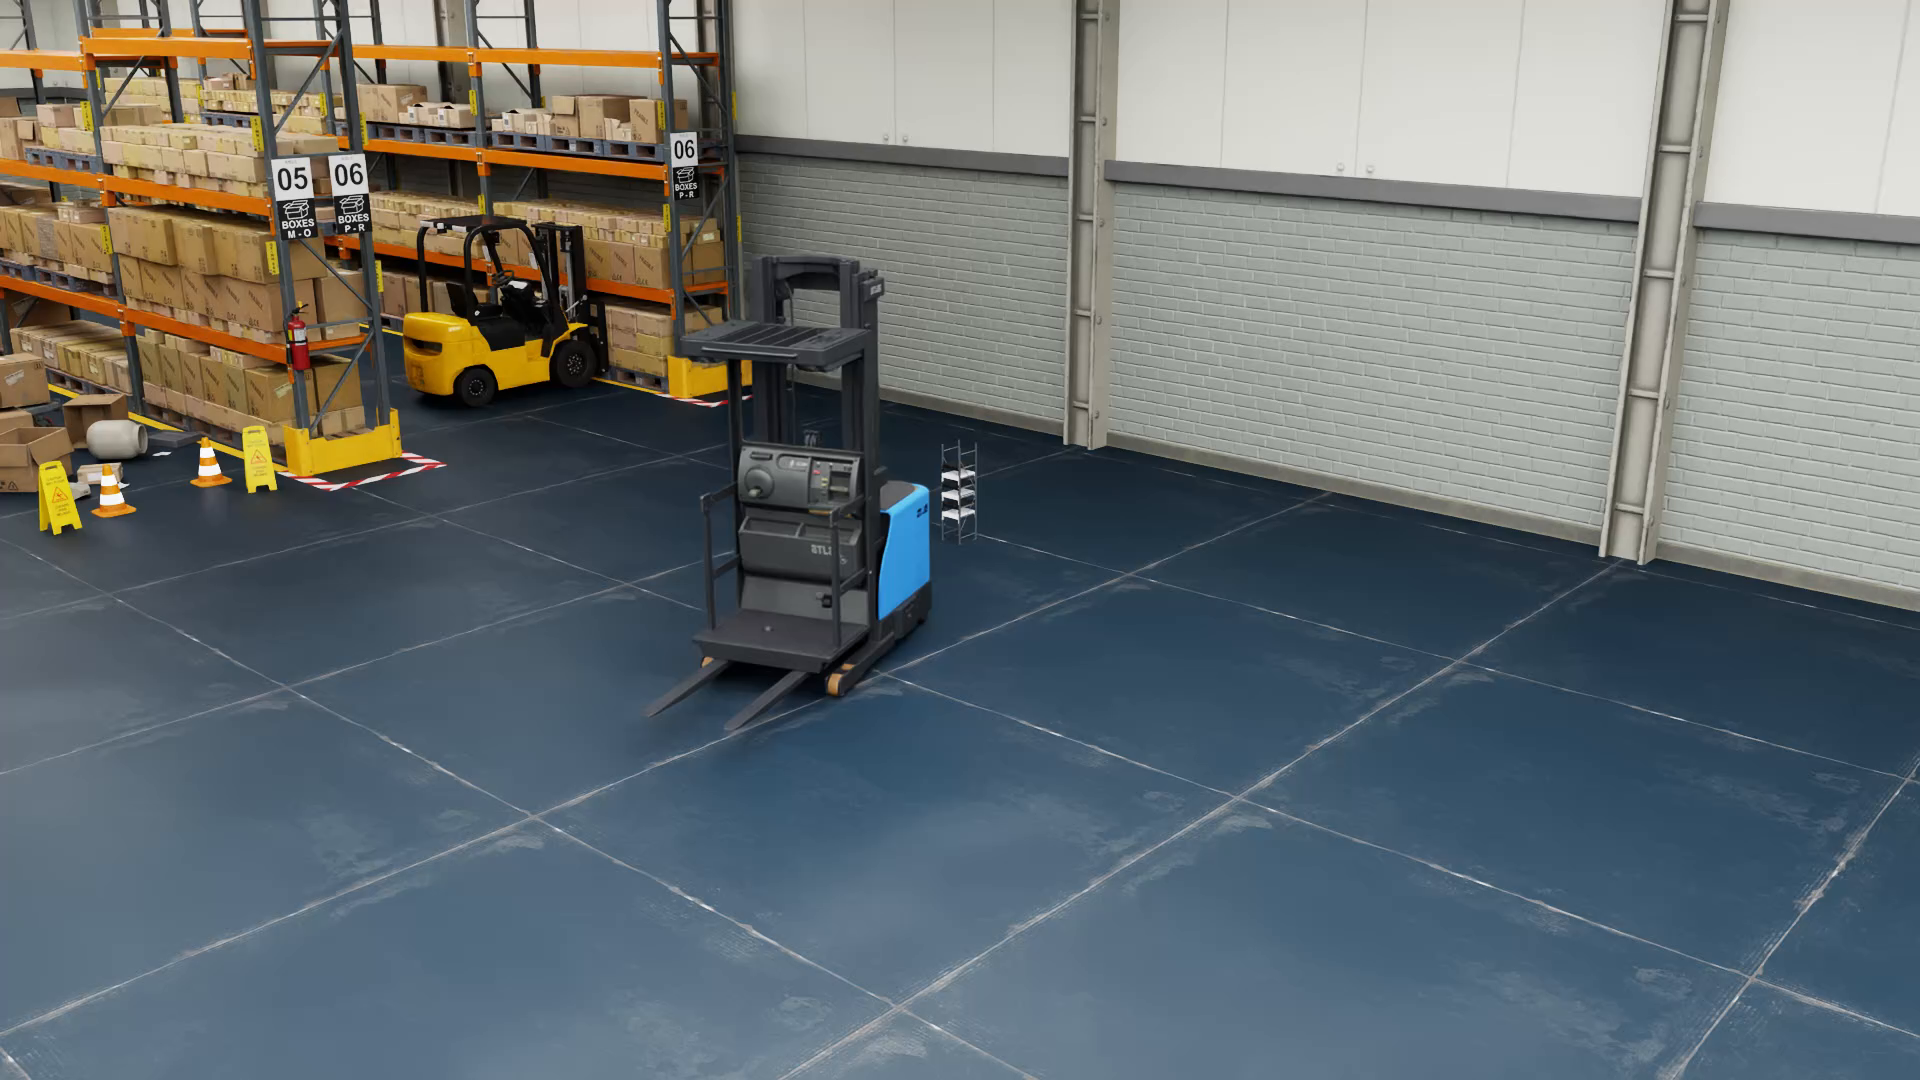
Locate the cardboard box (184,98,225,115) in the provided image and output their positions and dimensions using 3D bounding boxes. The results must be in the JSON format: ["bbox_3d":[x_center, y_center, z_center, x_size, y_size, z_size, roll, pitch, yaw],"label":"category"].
[{"bbox_3d":[-12.675,-7.301,27.955,0.500,0.250,0.500,15,23,39],"label":"cardboard box"}]

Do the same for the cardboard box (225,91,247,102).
[{"bbox_3d":[-11.597,-7.157,26.811,0.250,0.149,0.380,15,23,38],"label":"cardboard box"}]

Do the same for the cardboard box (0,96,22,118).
[{"bbox_3d":[-12.830,-5.554,21.831,0.637,0.503,0.797,13,22,36],"label":"cardboard box"}]

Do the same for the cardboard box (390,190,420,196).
[{"bbox_3d":[-8.508,-5.267,25.513,0.250,0.149,0.380,16,23,41],"label":"cardboard box"}]

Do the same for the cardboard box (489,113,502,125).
[{"bbox_3d":[-6.669,-5.927,23.426,0.250,0.149,0.380,15,23,39],"label":"cardboard box"}]

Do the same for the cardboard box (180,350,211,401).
[{"bbox_3d":[-8.399,-1.889,18.716,0.500,0.500,0.500,17,24,42],"label":"cardboard box"}]

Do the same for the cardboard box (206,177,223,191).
[{"bbox_3d":[-7.664,-3.755,17.440,0.250,0.149,0.380,15,23,39],"label":"cardboard box"}]

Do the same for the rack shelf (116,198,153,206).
[{"bbox_3d":[-13.644,-5.819,29.679,4.000,0.370,1.077,15,23,39],"label":"rack shelf"}]

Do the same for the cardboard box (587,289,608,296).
[{"bbox_3d":[-4.909,-3.262,22.631,0.500,0.250,0.500,15,23,40],"label":"cardboard box"}]

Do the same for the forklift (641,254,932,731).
[{"bbox_3d":[-1.223,-0.438,11.647,1.130,2.935,3.031,7,19,20],"label":"forklift"}]

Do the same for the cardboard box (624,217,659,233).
[{"bbox_3d":[-3.999,-3.963,20.911,0.250,0.149,0.380,16,23,40],"label":"cardboard box"}]

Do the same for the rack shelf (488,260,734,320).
[{"bbox_3d":[-4.668,-3.410,22.087,4.000,0.370,1.077,15,23,39],"label":"rack shelf"}]

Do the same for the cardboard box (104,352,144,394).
[{"bbox_3d":[-9.850,-2.083,20.366,0.625,0.372,0.950,15,23,40],"label":"cardboard box"}]

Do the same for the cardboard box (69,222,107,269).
[{"bbox_3d":[-10.326,-3.560,20.020,0.500,0.500,0.500,15,23,40],"label":"cardboard box"}]

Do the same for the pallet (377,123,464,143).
[{"bbox_3d":[-7.751,-5.957,24.278,1.213,0.211,1.003,16,24,42],"label":"pallet"}]

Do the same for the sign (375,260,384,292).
[{"bbox_3d":[-6.104,-2.763,17.427,0.005,0.325,0.100,15,23,39],"label":"sign"}]

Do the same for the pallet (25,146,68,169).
[{"bbox_3d":[-10.625,-4.726,20.397,1.003,0.211,1.213,15,23,39],"label":"pallet"}]

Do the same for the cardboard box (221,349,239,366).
[{"bbox_3d":[-7.742,-1.995,17.979,0.250,0.149,0.380,16,23,40],"label":"cardboard box"}]

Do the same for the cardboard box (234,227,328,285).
[{"bbox_3d":[-6.991,-2.947,17.128,0.500,0.500,0.700,14,23,38],"label":"cardboard box"}]

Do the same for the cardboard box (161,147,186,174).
[{"bbox_3d":[-8.172,-4.074,17.789,0.500,0.250,0.500,15,23,40],"label":"cardboard box"}]

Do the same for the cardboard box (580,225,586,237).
[{"bbox_3d":[-4.720,-4.037,21.635,0.250,0.149,0.380,15,23,39],"label":"cardboard box"}]

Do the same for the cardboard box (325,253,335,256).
[{"bbox_3d":[-10.253,-4.491,26.670,0.250,0.149,0.380,16,24,41],"label":"cardboard box"}]

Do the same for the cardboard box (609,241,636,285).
[{"bbox_3d":[-4.097,-3.545,21.156,0.500,0.500,0.500,16,24,41],"label":"cardboard box"}]

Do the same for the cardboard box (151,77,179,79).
[{"bbox_3d":[-14.233,-8.171,29.872,0.500,0.250,0.500,14,22,38],"label":"cardboard box"}]

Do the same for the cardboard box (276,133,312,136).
[{"bbox_3d":[-7.078,-4.213,17.567,0.250,0.149,0.380,15,23,39],"label":"cardboard box"}]

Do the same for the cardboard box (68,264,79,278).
[{"bbox_3d":[-10.619,-3.303,20.281,0.250,0.149,0.380,15,23,40],"label":"cardboard box"}]

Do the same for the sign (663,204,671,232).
[{"bbox_3d":[-3.543,-3.896,20.123,0.005,0.325,0.100,15,23,39],"label":"sign"}]

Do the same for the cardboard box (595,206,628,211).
[{"bbox_3d":[-4.620,-4.335,22.083,0.250,0.149,0.380,16,24,41],"label":"cardboard box"}]

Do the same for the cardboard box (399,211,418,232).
[{"bbox_3d":[-7.834,-4.673,24.299,0.500,0.250,0.500,15,23,40],"label":"cardboard box"}]

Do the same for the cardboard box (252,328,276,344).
[{"bbox_3d":[-7.149,-2.160,17.375,0.250,0.149,0.380,15,23,39],"label":"cardboard box"}]

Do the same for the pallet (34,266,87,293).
[{"bbox_3d":[-10.940,-3.354,21.039,1.213,0.211,1.003,15,23,39],"label":"pallet"}]

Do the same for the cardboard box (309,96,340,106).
[{"bbox_3d":[-9.736,-6.726,25.486,0.250,0.149,0.380,14,22,37],"label":"cardboard box"}]

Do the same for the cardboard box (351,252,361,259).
[{"bbox_3d":[-9.759,-4.542,26.830,0.250,0.149,0.380,15,23,40],"label":"cardboard box"}]

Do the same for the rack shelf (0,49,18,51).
[{"bbox_3d":[-13.944,-6.654,22.730,3.809,0.124,0.919,15,23,39],"label":"rack shelf"}]

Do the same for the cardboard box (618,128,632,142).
[{"bbox_3d":[-3.994,-5.007,20.526,0.250,0.149,0.380,14,22,38],"label":"cardboard box"}]

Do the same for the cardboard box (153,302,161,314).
[{"bbox_3d":[-8.991,-2.690,19.043,0.250,0.149,0.380,15,23,39],"label":"cardboard box"}]

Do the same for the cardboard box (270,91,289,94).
[{"bbox_3d":[-10.913,-7.155,26.804,0.250,0.149,0.380,15,23,40],"label":"cardboard box"}]

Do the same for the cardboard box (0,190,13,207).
[{"bbox_3d":[-13.008,-4.403,22.207,0.500,0.500,0.500,14,23,38],"label":"cardboard box"}]

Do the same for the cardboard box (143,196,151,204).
[{"bbox_3d":[-14.487,-6.166,29.996,0.250,0.149,0.380,16,24,41],"label":"cardboard box"}]

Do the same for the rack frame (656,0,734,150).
[{"bbox_3d":[-3.172,-6.211,19.805,0.127,3.000,1.000,15,23,39],"label":"rack frame"}]

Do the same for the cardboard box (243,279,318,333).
[{"bbox_3d":[-7.053,-2.463,17.258,0.500,0.500,0.500,15,23,38],"label":"cardboard box"}]

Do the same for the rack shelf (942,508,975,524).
[{"bbox_3d":[-0.006,-0.227,15.045,0.200,0.077,0.258,15,23,39],"label":"rack shelf"}]

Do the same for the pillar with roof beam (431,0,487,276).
[{"bbox_3d":[-10.440,-6.785,21.615,0.400,9.000,9.100,15,23,39],"label":"pillar with roof beam"}]

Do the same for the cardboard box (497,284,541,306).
[{"bbox_3d":[-6.011,-3.352,22.914,0.500,0.250,0.500,15,23,38],"label":"cardboard box"}]

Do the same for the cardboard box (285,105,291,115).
[{"bbox_3d":[-10.310,-6.739,26.017,0.250,0.149,0.380,15,23,40],"label":"cardboard box"}]

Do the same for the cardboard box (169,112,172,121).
[{"bbox_3d":[-13.350,-7.292,28.587,0.250,0.149,0.380,16,24,41],"label":"cardboard box"}]

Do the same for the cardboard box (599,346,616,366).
[{"bbox_3d":[-4.467,-2.468,21.781,0.500,0.250,0.500,15,23,40],"label":"cardboard box"}]

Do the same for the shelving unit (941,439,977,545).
[{"bbox_3d":[-0.006,-0.431,14.981,0.210,0.900,0.258,15,23,39],"label":"shelving unit"}]

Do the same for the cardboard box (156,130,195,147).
[{"bbox_3d":[-8.427,-4.334,17.949,0.250,0.149,0.380,15,23,38],"label":"cardboard box"}]

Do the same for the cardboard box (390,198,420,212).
[{"bbox_3d":[-8.141,-4.927,24.440,0.250,0.149,0.380,16,23,40],"label":"cardboard box"}]

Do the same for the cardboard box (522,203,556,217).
[{"bbox_3d":[-5.670,-4.441,22.416,0.250,0.149,0.380,14,23,38],"label":"cardboard box"}]

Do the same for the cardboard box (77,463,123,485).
[{"bbox_3d":[-8.785,-0.675,16.991,0.380,0.149,0.250,-6,18,-18],"label":"cardboard box"}]

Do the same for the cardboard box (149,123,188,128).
[{"bbox_3d":[-9.074,-4.706,19.121,0.250,0.149,0.380,16,23,40],"label":"cardboard box"}]

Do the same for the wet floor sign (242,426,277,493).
[{"bbox_3d":[-7.032,-0.825,16.645,0.267,0.644,0.232,-9,20,-27],"label":"wet floor sign"}]
